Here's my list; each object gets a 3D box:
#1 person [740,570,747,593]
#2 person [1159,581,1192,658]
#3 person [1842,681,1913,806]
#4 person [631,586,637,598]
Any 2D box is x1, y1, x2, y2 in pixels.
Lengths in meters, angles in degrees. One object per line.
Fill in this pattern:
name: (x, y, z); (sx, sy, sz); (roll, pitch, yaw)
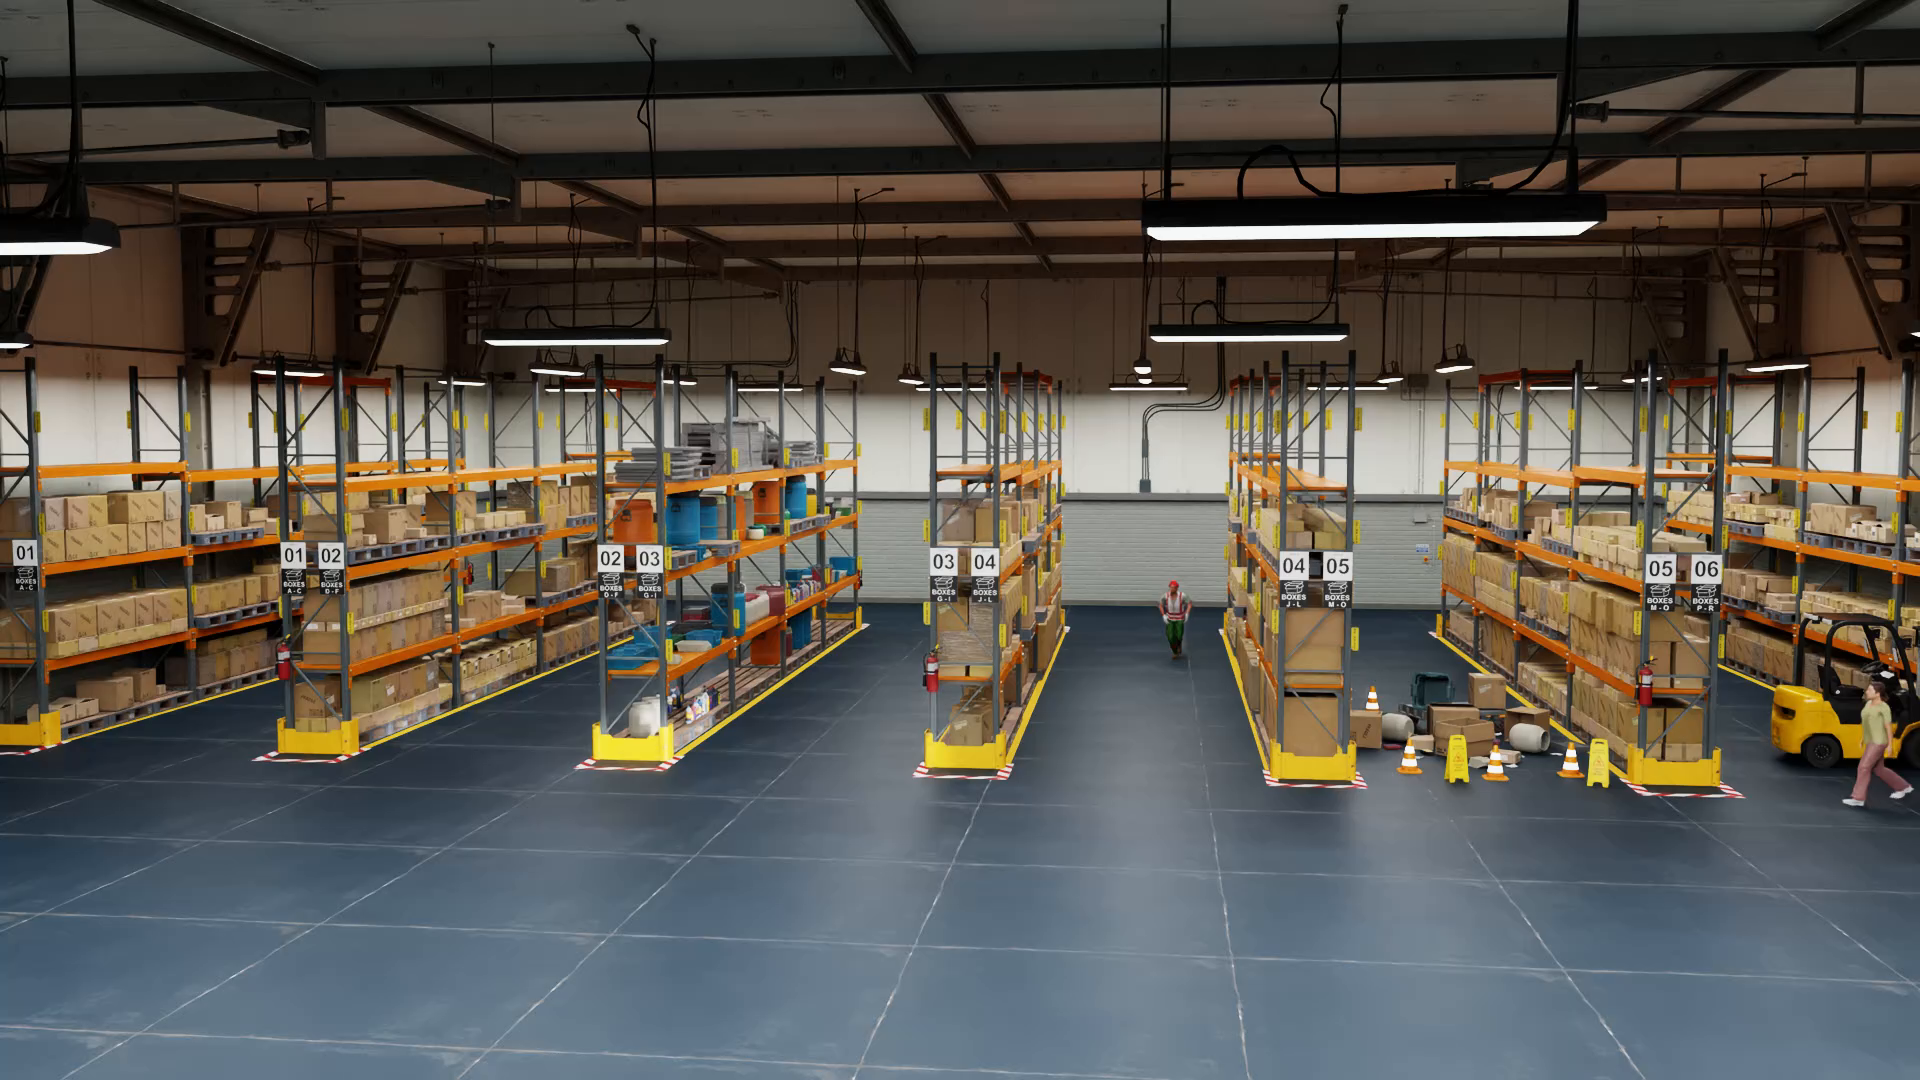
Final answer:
person: (-4.986, 1.533, 36.524); (0.638, 1.760, 0.498); (0, 4, 5)
person: (4.550, 1.681, 35.137); (0.690, 1.686, 0.639); (1, 4, 15)
person: (11.978, 2.644, 21.678); (0.967, 1.634, 0.460); (0, 4, 0)
person: (-8.221, 1.171, 42.411); (0.406, 1.673, 0.470); (0, 4, 6)
